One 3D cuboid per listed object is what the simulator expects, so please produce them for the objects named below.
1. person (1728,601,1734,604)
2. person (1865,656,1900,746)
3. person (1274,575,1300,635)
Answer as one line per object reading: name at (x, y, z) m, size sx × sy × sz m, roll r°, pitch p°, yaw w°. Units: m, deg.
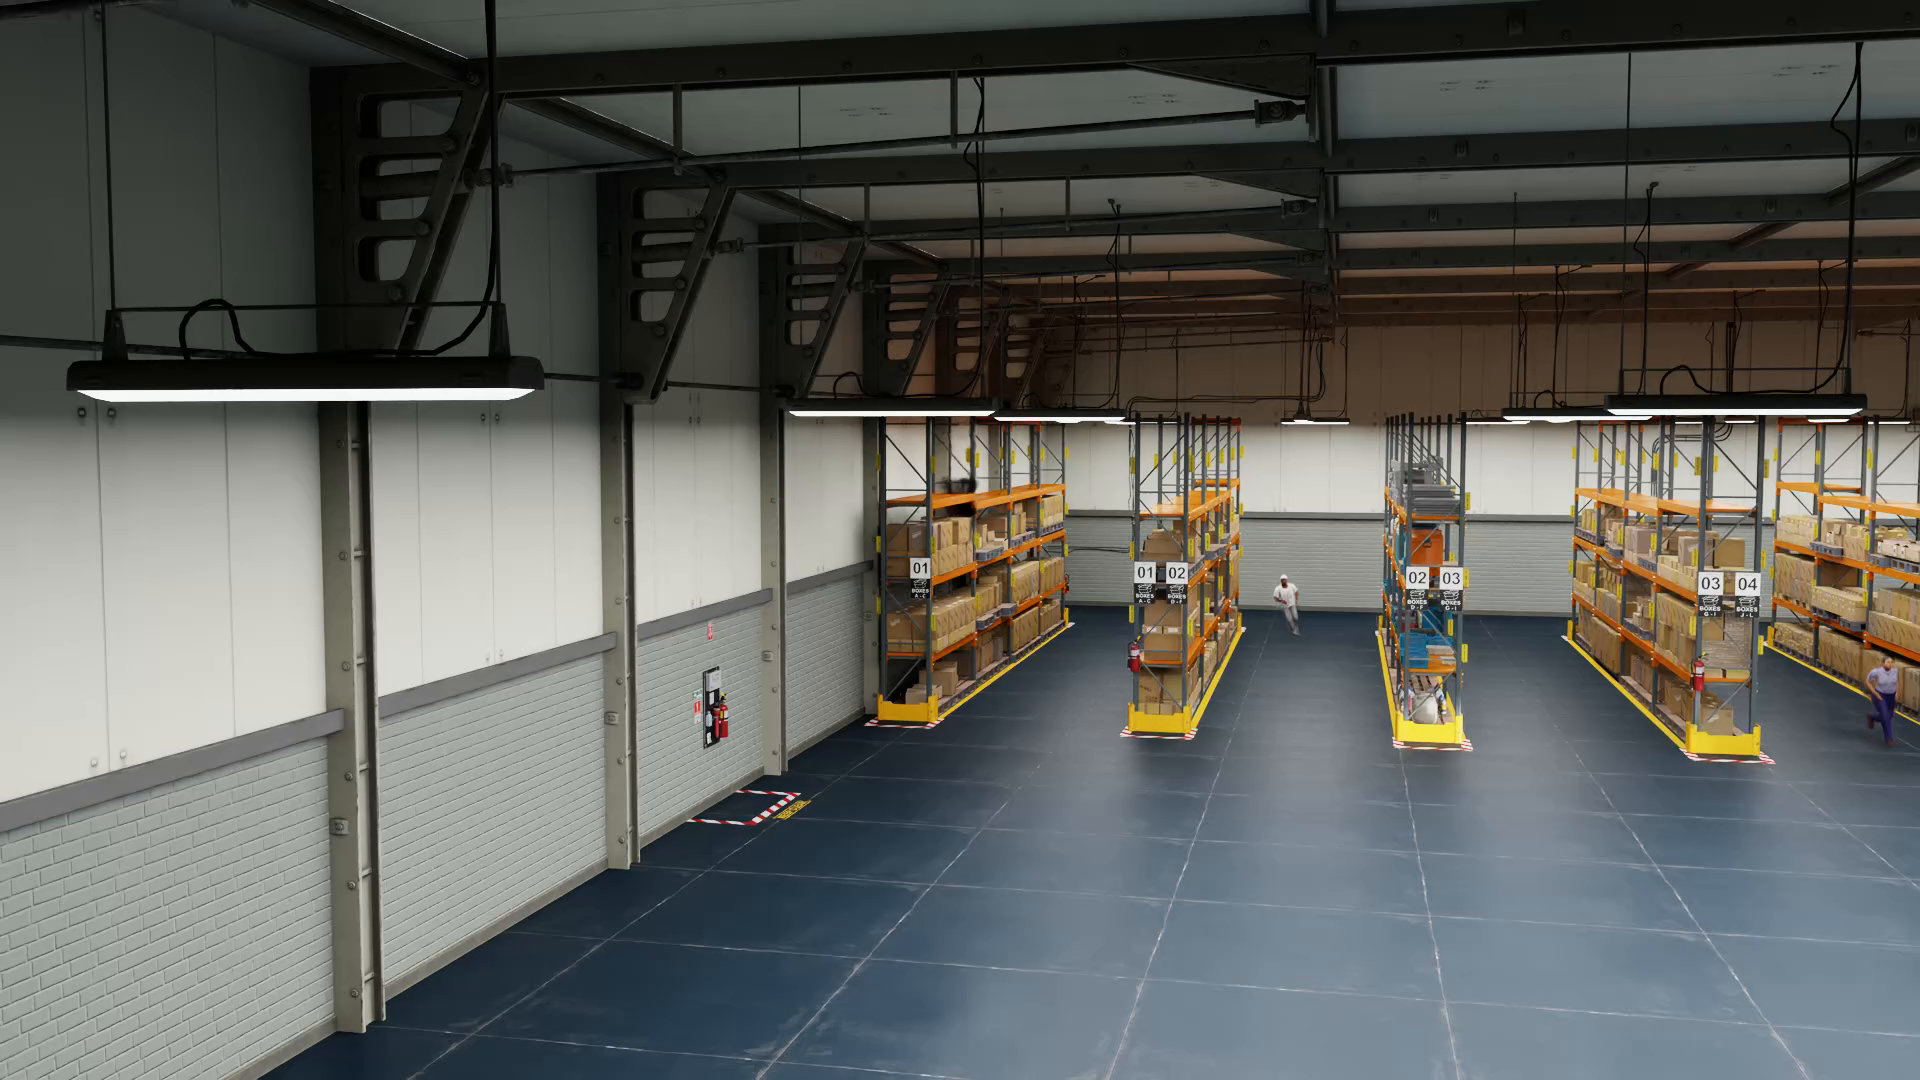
person at (17.830, 2.236, 38.705) m, size 0.683 × 1.767 × 0.932 m, roll 0°, pitch 4°, yaw 7°
person at (16.774, 2.900, 30.272) m, size 0.611 × 1.644 × 0.868 m, roll 0°, pitch 4°, yaw -5°
person at (8.979, 1.789, 45.594) m, size 0.741 × 1.675 × 0.556 m, roll 0°, pitch 4°, yaw 1°
